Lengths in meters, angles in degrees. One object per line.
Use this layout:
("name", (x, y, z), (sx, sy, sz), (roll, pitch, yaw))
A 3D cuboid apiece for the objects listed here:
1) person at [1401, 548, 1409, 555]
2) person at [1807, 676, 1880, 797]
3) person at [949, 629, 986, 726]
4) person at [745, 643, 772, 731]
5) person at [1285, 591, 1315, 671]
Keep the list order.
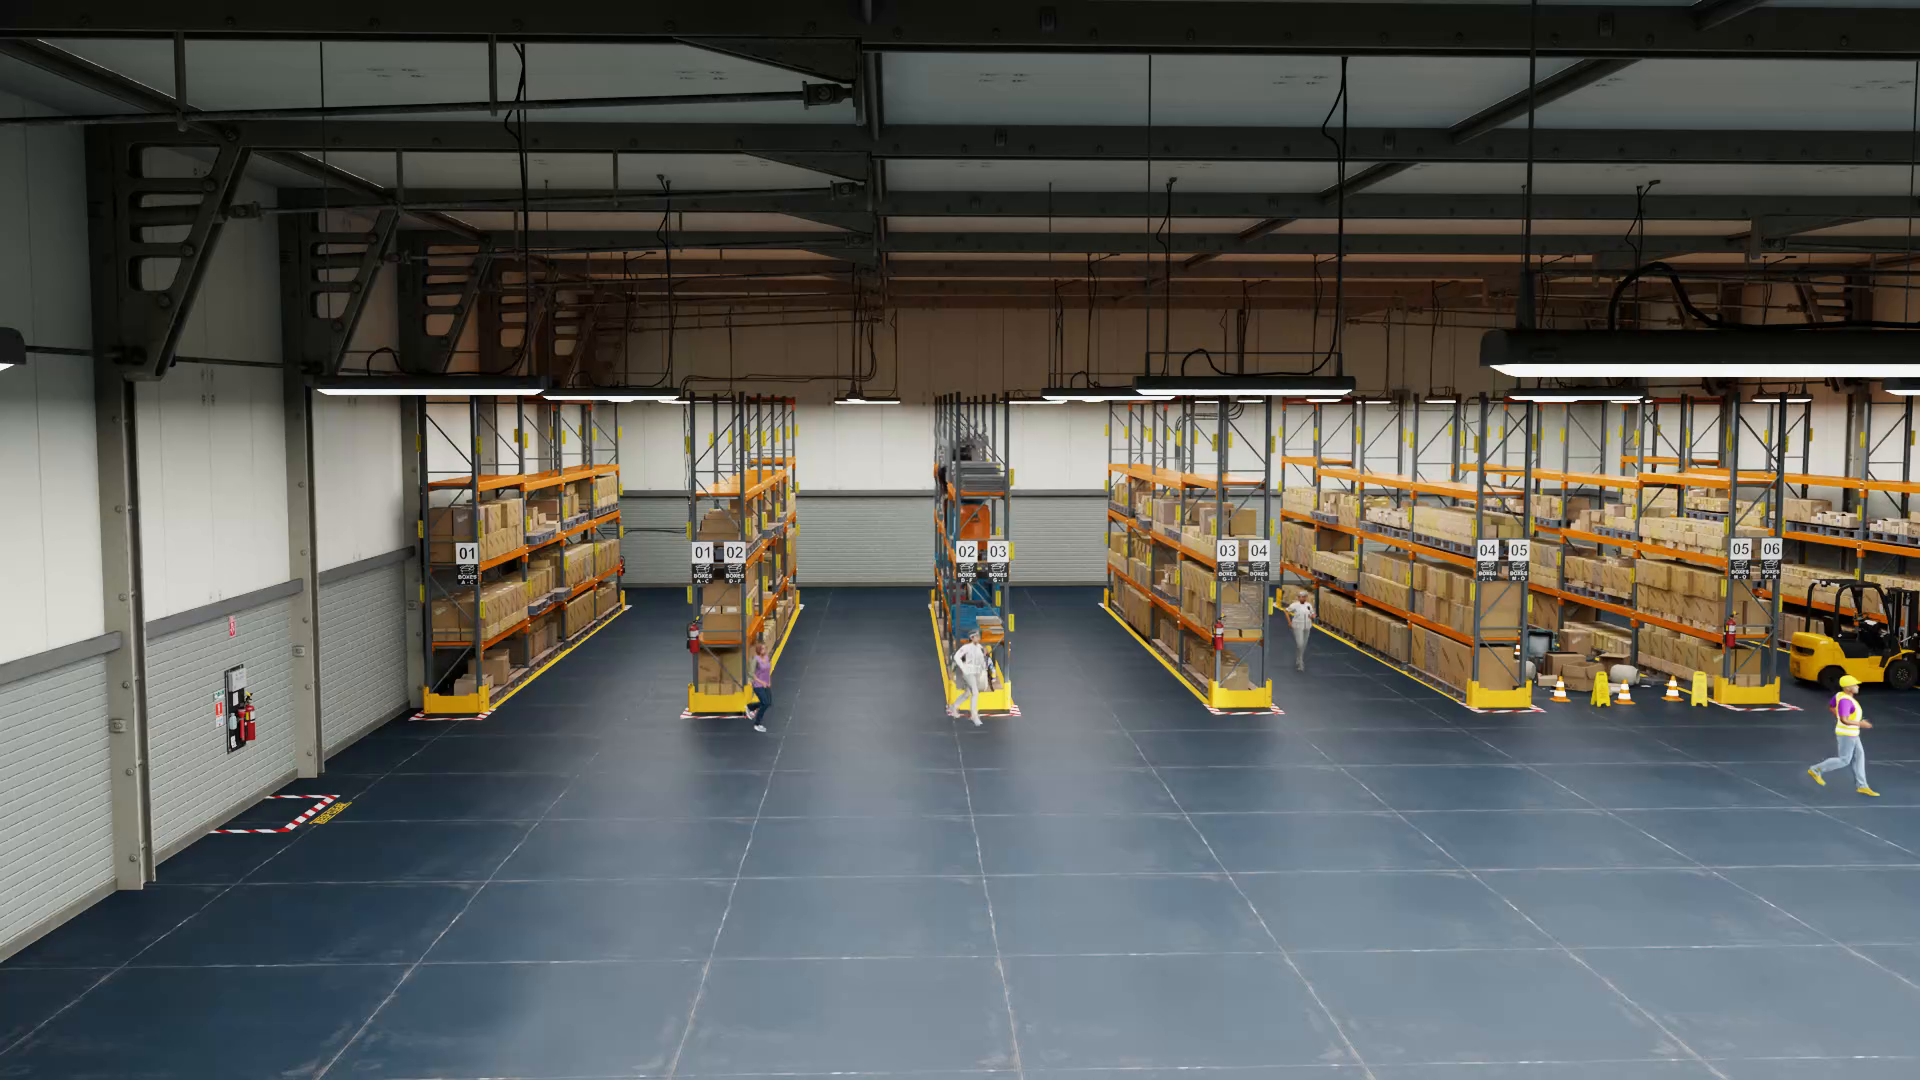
("person", (13.201, 0.917, 49.281), (0.850, 1.755, 0.676), (0, 5, -4))
("person", (13.062, 2.876, 24.526), (0.963, 1.772, 0.700), (3, 5, 31))
("person", (0.178, 2.458, 30.231), (0.815, 1.731, 0.614), (3, 6, 35))
("person", (-3.573, 2.597, 29.487), (0.606, 1.576, 0.561), (3, 5, 31))
("person", (7.474, 1.978, 36.441), (0.579, 1.729, 0.764), (-1, 5, -16))
